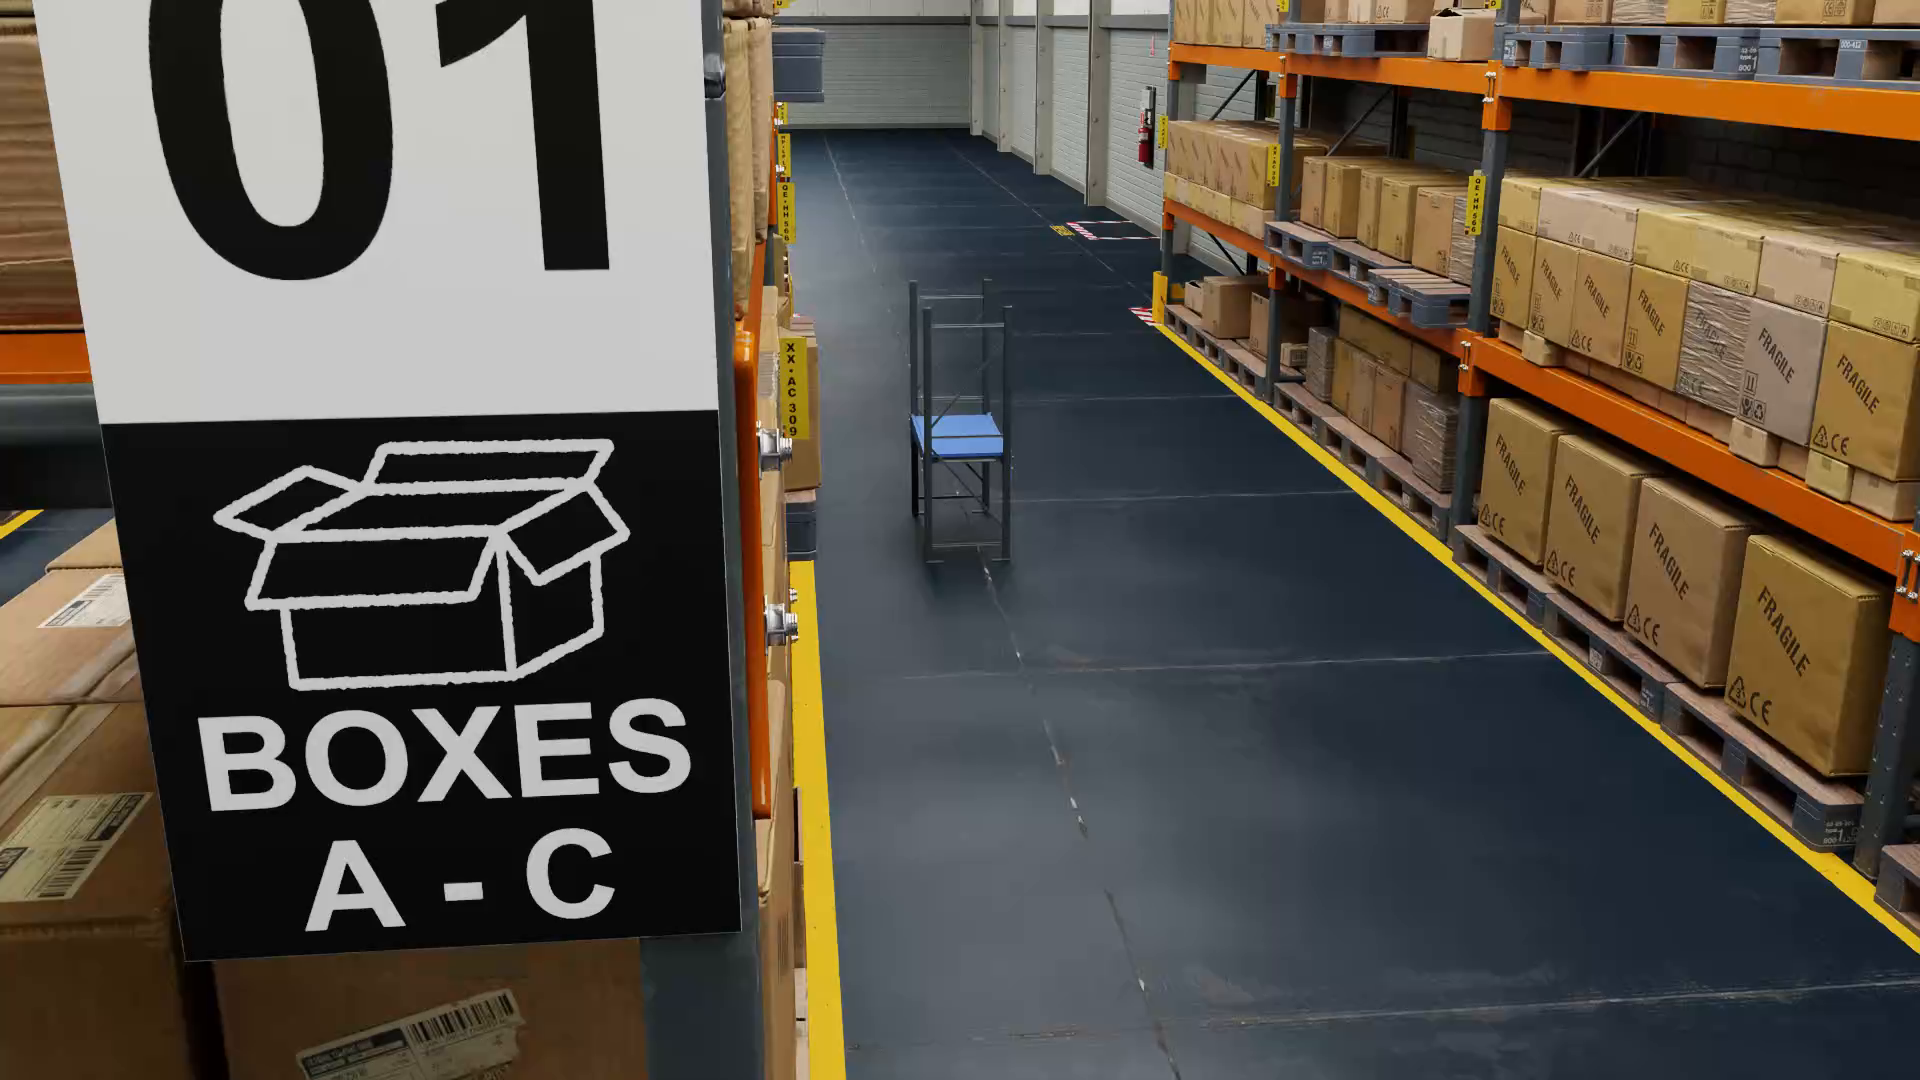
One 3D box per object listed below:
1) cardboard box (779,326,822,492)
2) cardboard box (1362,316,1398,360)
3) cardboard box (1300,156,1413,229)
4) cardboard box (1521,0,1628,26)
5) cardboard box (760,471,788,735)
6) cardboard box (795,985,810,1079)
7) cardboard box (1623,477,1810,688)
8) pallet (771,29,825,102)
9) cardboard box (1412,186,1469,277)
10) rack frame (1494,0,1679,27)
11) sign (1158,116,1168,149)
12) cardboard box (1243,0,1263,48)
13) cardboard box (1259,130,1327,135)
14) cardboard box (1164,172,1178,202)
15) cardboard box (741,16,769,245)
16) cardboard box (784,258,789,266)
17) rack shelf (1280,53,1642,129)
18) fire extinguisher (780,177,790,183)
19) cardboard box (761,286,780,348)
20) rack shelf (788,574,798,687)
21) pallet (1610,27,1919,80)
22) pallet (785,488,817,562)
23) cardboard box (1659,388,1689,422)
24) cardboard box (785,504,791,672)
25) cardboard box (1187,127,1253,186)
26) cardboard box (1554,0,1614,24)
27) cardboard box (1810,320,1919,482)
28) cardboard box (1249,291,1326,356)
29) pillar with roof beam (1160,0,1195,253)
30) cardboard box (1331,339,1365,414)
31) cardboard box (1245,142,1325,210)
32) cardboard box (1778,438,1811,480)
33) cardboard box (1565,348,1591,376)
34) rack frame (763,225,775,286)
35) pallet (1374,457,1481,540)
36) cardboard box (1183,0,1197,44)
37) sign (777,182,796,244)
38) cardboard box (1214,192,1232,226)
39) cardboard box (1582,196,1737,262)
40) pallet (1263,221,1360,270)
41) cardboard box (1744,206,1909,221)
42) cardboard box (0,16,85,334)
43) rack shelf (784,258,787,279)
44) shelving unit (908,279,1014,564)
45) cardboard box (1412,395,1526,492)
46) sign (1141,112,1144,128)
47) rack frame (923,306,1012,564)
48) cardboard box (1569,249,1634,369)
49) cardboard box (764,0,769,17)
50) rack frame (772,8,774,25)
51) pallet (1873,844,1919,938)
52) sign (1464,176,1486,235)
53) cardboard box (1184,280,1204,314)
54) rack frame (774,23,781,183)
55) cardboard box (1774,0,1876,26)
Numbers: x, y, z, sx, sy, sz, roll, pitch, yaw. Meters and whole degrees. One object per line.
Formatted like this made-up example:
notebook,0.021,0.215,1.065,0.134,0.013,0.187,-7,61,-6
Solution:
cardboard box,-0.895,-0.440,5.704,0.700,0.500,0.500,-8,19,-24
cardboard box,3.232,-1.452,11.981,0.500,0.250,0.500,-2,18,-7
cardboard box,3.052,-2.687,12.826,0.700,0.500,0.500,-2,18,-5
cardboard box,3.600,-3.100,9.836,0.500,0.500,0.500,-2,18,-6
cardboard box,-0.548,0.178,2.767,0.500,0.500,0.500,-2,17,-5
cardboard box,-0.650,1.413,4.422,0.500,0.311,0.500,-2,18,-6
cardboard box,3.567,0.173,7.507,0.750,0.750,0.750,-1,17,-4
pallet,-1.066,-1.582,5.515,1.213,0.211,1.003,-2,18,-6
cardboard box,3.303,-1.953,10.489,0.700,0.500,0.500,-3,18,-11
rack frame,3.446,-4.252,8.698,1.000,3.000,0.127,-2,18,-6
sign,2.081,-4.170,17.006,0.100,0.325,0.005,-2,18,-6
cardboard box,2.696,-4.364,13.862,0.500,0.500,0.500,-3,18,-10
cardboard box,3.032,-3.481,15.223,0.500,0.500,0.500,-2,17,-5
cardboard box,2.355,-3.556,16.714,0.500,0.250,0.500,-2,18,-7
cardboard box,-0.495,-0.522,2.076,0.500,0.250,0.500,-2,18,-6
cardboard box,-1.787,-2.269,15.033,0.500,0.500,0.500,-2,18,-6
rack shelf,3.239,-3.074,11.154,1.077,0.370,4.000,-2,18,-6
fire extinguisher,-1.856,-3.632,16.868,0.296,0.674,0.183,-2,18,-6
cardboard box,-0.759,-0.426,4.691,0.500,0.500,0.500,-2,18,-5
rack shelf,-0.862,0.895,3.520,1.077,0.370,4.000,-2,18,-6
pallet,3.683,-2.208,7.509,1.003,0.211,1.213,-1,17,-3
pallet,-1.042,-0.194,6.108,1.003,0.211,1.213,-2,18,-6
cardboard box,3.438,-0.639,7.592,0.380,0.149,0.250,-1,17,-4
cardboard box,-0.707,0.203,4.357,0.500,0.500,0.500,-1,17,-4
cardboard box,2.459,-3.616,15.653,0.500,0.500,0.500,-2,18,-7
cardboard box,3.552,-2.939,8.621,0.700,0.500,0.500,-3,18,-10
cardboard box,3.560,-0.527,6.152,0.500,0.500,0.500,-2,18,-7
cardboard box,2.886,-1.907,14.683,0.500,0.500,0.500,-3,18,-10
pillar with roof beam,-1.348,-8.109,20.982,9.100,9.000,0.400,-2,18,-6
cardboard box,3.229,-1.228,12.519,0.700,0.500,0.500,-2,18,-7
cardboard box,2.677,-3.009,13.718,0.500,0.500,0.500,-2,18,-6
cardboard box,3.510,-0.333,6.616,0.380,0.149,0.250,-1,17,-4
cardboard box,3.358,-0.946,8.569,0.380,0.149,0.250,-2,18,-6
rack frame,-1.069,-0.044,5.310,1.000,3.000,0.127,-2,18,-6
pallet,3.367,-0.293,10.756,1.003,0.211,1.213,-2,18,-6
cardboard box,2.426,-4.993,15.867,0.500,0.500,0.500,-1,17,-2
sign,-0.942,-1.770,9.007,0.100,0.325,0.005,-2,18,-6
cardboard box,2.572,-2.950,14.782,0.500,0.250,0.500,-2,18,-6
cardboard box,3.348,-1.495,7.982,0.500,0.250,0.500,-2,18,-5
pallet,2.967,-2.258,12.682,1.003,0.211,1.213,-2,18,-6
cardboard box,3.903,-1.361,7.555,0.500,0.250,0.500,-2,18,-7
cardboard box,-0.971,-0.357,1.549,0.500,0.250,0.500,-2,18,-6
rack shelf,-1.687,-1.489,11.112,1.077,0.370,4.000,-2,18,-6
shelving unit,-0.009,-0.741,10.033,0.538,1.500,1.048,-2,18,-6
cardboard box,3.320,-0.620,10.584,0.700,0.500,0.500,-2,17,-5
sign,2.763,-6.302,25.182,0.001,0.329,0.234,-2,18,-6
rack frame,0.044,-0.590,9.551,0.500,1.500,0.032,-2,18,-6
cardboard box,3.336,-1.132,8.079,0.500,0.500,0.500,-2,18,-6
cardboard box,-0.651,-1.208,3.424,0.500,0.250,0.500,-2,18,-6
rack frame,-1.894,-5.290,12.003,1.000,3.000,0.127,-2,18,-6
pallet,3.859,1.361,5.489,1.003,0.211,1.213,-2,18,-6
sign,2.907,-1.885,9.373,0.100,0.325,0.005,-2,18,-6
cardboard box,2.602,-2.492,16.860,0.500,0.311,0.500,-4,18,-12
rack frame,-2.306,-3.619,16.698,1.000,3.000,0.127,-2,18,-6
cardboard box,3.755,-2.317,6.639,0.700,0.500,0.500,-2,18,-7
